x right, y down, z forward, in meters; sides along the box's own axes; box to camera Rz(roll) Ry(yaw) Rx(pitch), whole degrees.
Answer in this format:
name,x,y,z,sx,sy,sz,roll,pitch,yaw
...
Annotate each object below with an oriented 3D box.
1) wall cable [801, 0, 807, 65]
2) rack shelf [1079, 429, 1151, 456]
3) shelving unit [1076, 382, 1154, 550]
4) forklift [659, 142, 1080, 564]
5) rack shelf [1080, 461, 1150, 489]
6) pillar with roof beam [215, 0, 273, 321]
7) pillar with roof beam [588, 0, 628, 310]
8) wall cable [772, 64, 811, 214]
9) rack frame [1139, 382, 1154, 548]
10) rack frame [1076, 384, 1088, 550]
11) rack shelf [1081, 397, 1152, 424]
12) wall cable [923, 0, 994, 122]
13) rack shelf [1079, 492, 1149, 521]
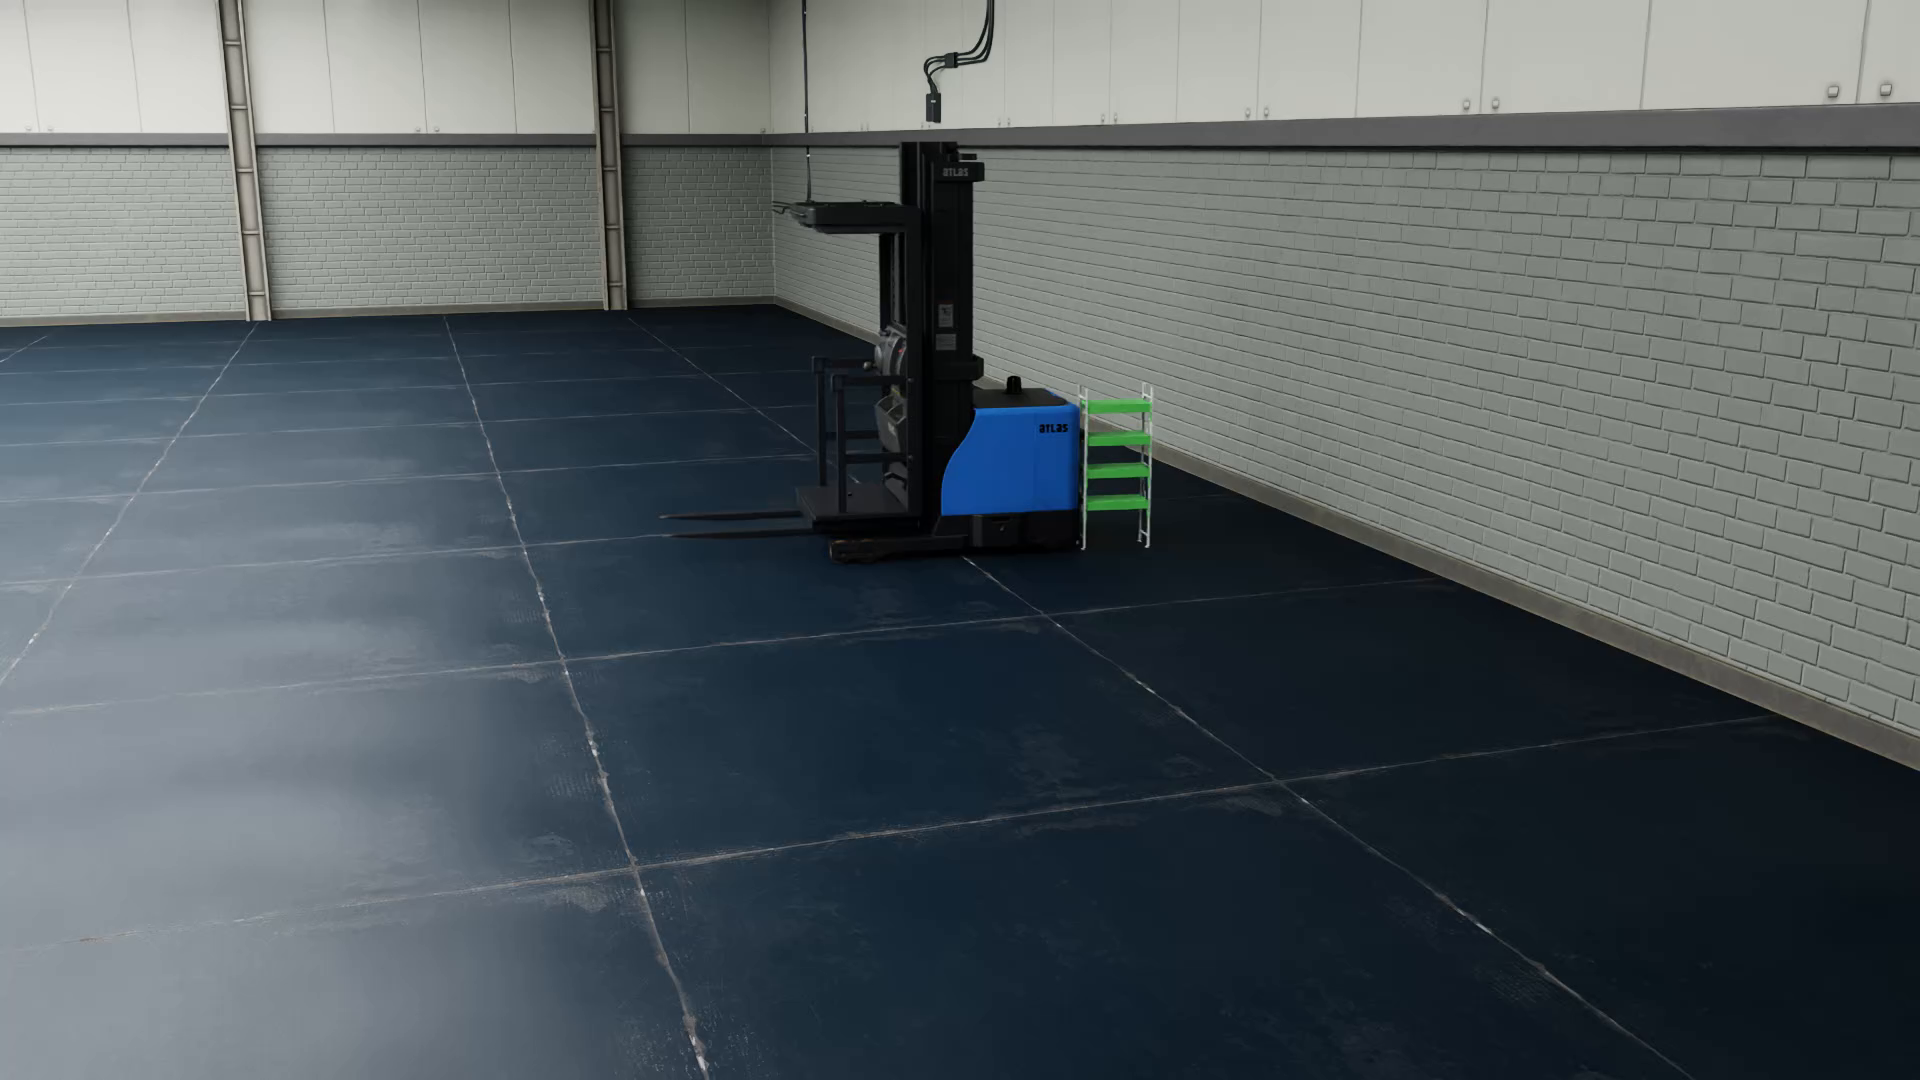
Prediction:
name,x,y,z,sx,sy,sz,roll,pitch,yaw
wall cable,-2.187,-8.856,26.172,0.112,2.526,3.097,-4,14,-18
rack shelf,1.140,-0.718,12.252,0.480,0.148,0.258,-2,14,-9
shelving unit,1.140,-0.546,12.293,0.503,1.200,0.258,-2,14,-9
forklift,-0.687,-1.390,12.099,3.031,2.935,1.130,-3,14,-12
rack shelf,1.140,-0.484,12.307,0.480,0.148,0.258,-2,14,-9
pillar with roof beam,-10.578,-7.189,23.366,0.400,9.000,9.100,-4,14,-18
pillar with roof beam,-4.891,-7.632,25.227,0.400,9.000,9.100,-4,14,-18
wall cable,-3.050,-6.993,29.251,0.112,2.526,3.097,-4,14,-18
rack frame,1.381,-0.555,12.332,0.015,1.200,0.240,-2,14,-9
rack frame,0.899,-0.537,12.254,0.015,1.200,0.240,-2,14,-9
rack shelf,1.140,-0.951,12.196,0.480,0.148,0.258,-2,14,-9
wall cable,-0.037,-8.074,19.740,0.169,6.003,2.305,-4,14,-18
rack shelf,1.140,-0.251,12.363,0.480,0.148,0.258,-2,14,-9
